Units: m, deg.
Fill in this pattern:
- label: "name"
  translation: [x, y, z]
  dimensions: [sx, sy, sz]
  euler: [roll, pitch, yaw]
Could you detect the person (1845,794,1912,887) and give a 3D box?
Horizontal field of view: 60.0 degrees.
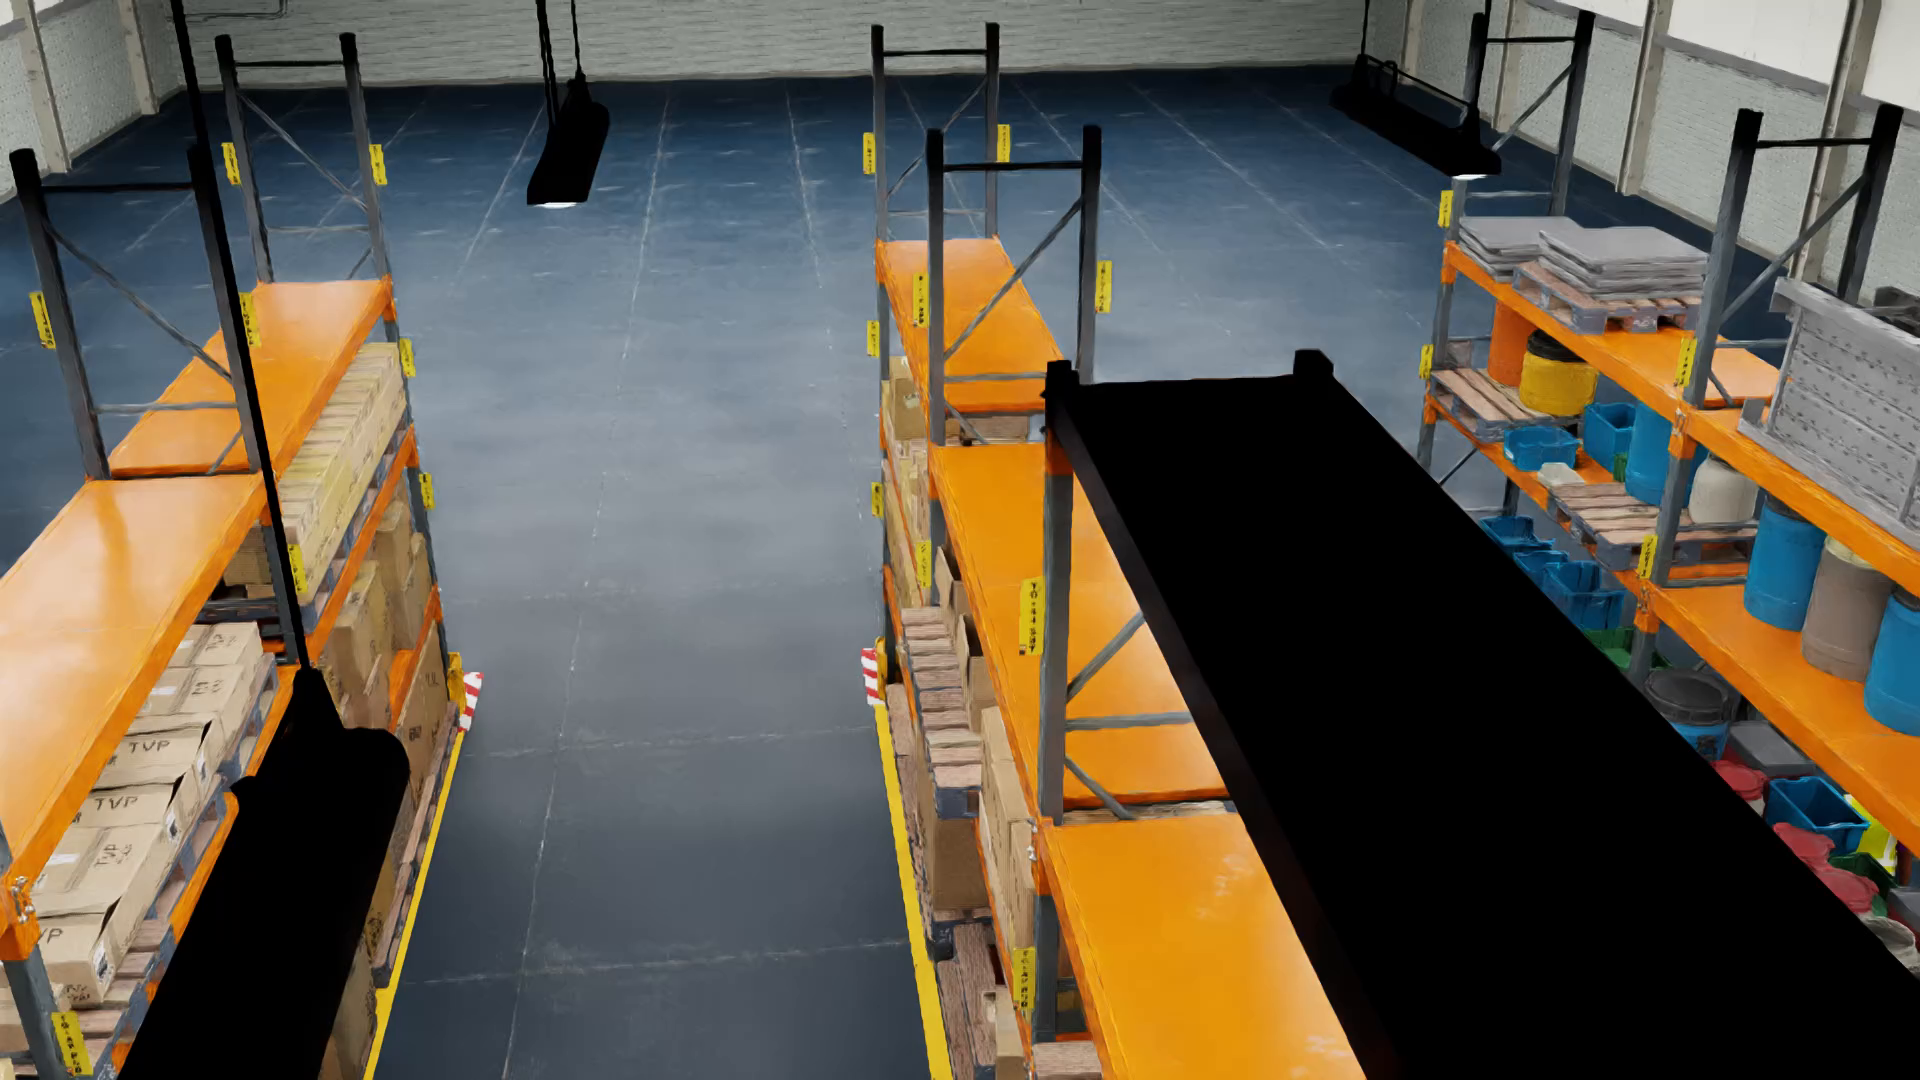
- label: "person"
  translation: [6.304, 2.032, 11.527]
  dimensions: [0.614, 1.038, 0.391]
  euler: [10, 27, 20]
